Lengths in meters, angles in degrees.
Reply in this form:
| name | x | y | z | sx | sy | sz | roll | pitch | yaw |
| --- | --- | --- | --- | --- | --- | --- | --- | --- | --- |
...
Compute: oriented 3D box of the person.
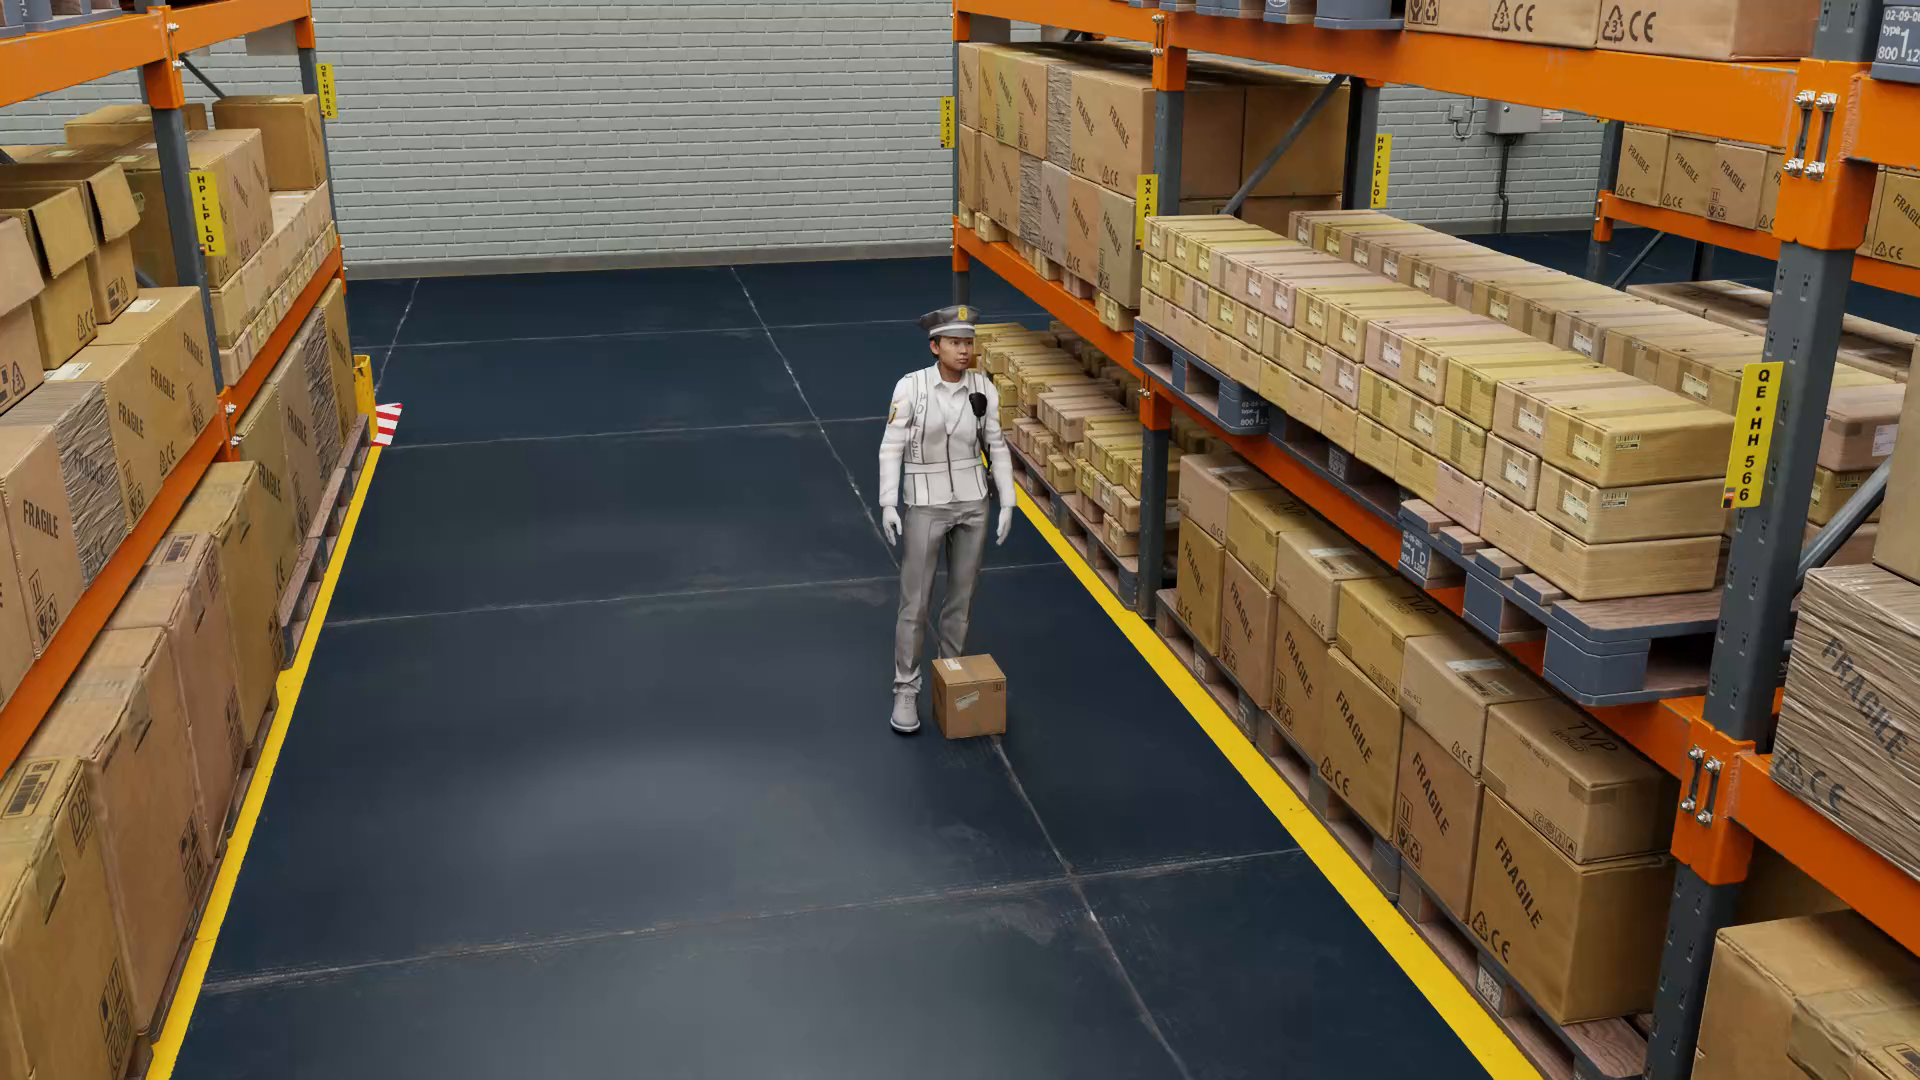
| name | x | y | z | sx | sy | sz | roll | pitch | yaw |
| --- | --- | --- | --- | --- | --- | --- | --- | --- | --- |
| person | -0.041 | -0.108 | 6.797 | 0.587 | 1.696 | 0.534 | -5 | 20 | -13 |
